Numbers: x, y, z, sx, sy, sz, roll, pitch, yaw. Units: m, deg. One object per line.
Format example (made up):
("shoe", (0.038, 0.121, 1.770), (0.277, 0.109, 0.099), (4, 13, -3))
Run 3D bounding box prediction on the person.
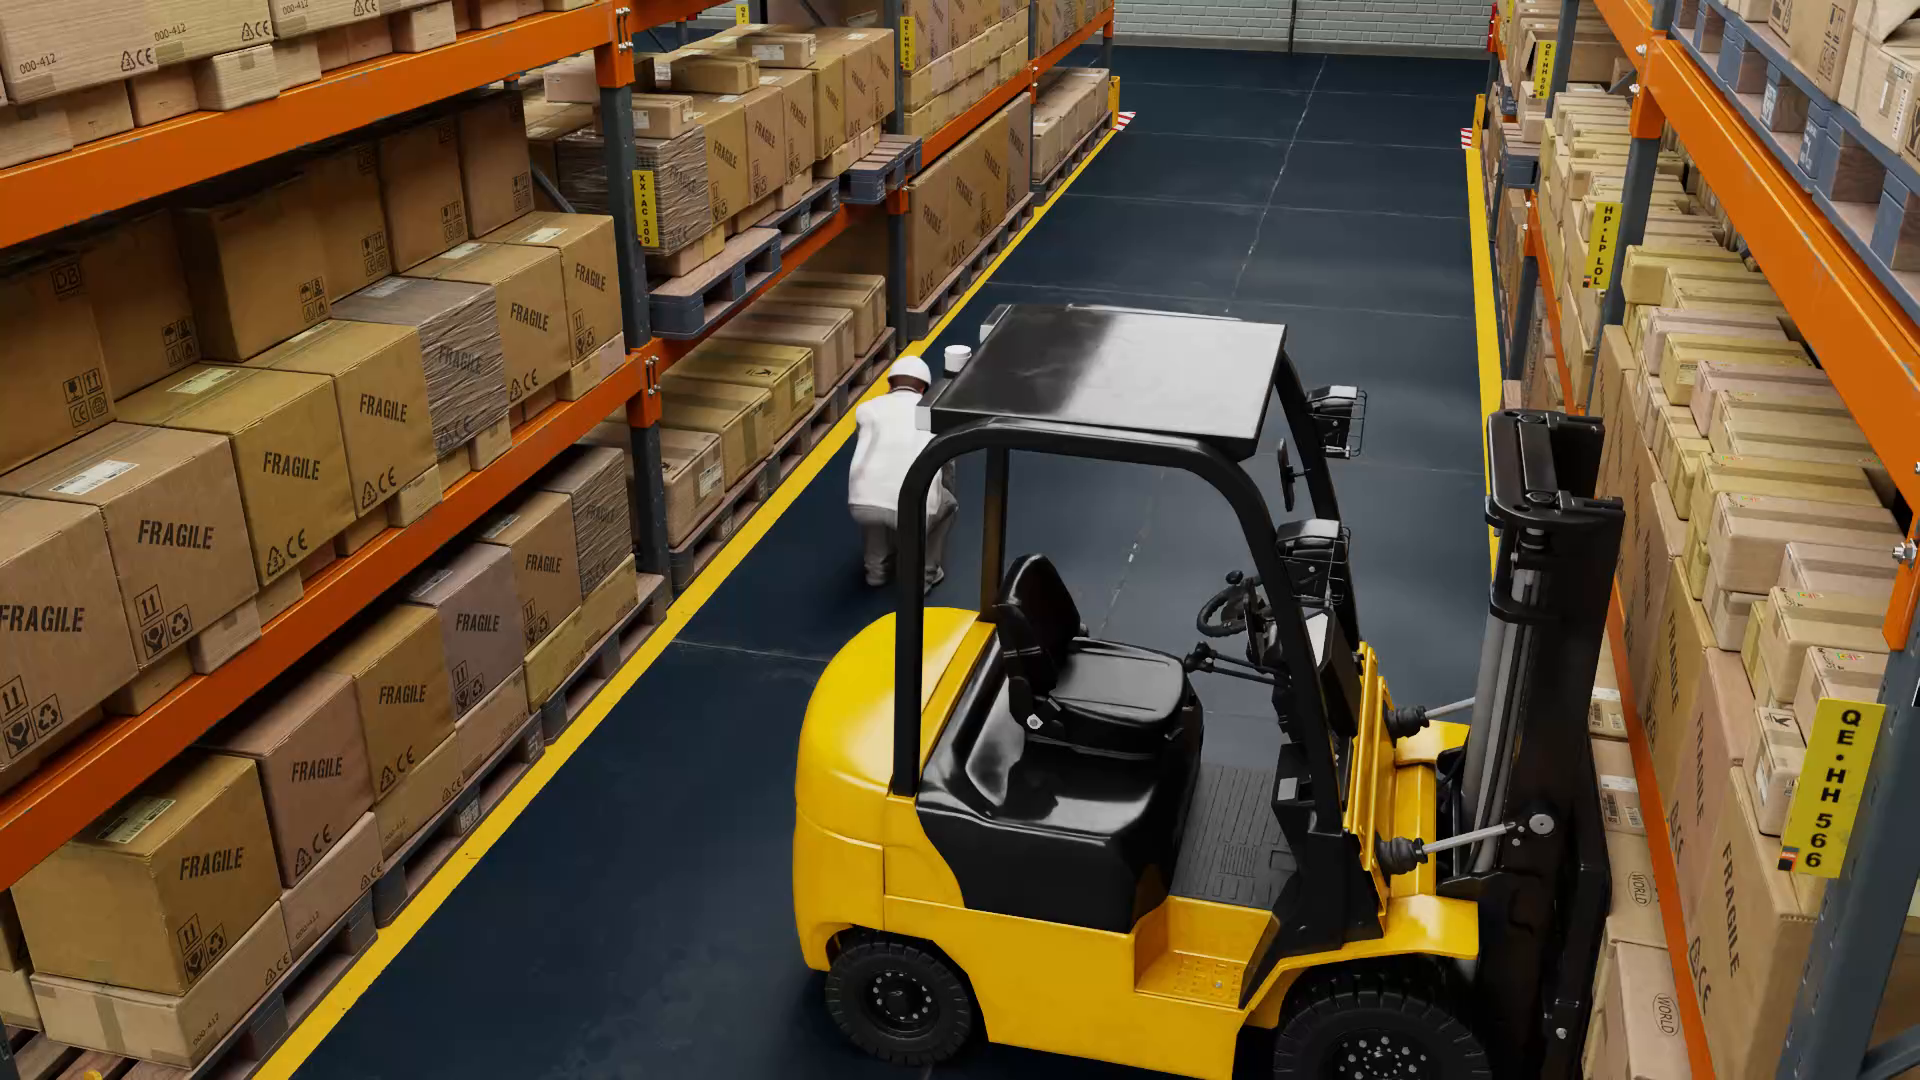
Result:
("person", (-0.279, -0.308, 8.140), (0.515, 1.014, 0.887), (5, 26, 11))
